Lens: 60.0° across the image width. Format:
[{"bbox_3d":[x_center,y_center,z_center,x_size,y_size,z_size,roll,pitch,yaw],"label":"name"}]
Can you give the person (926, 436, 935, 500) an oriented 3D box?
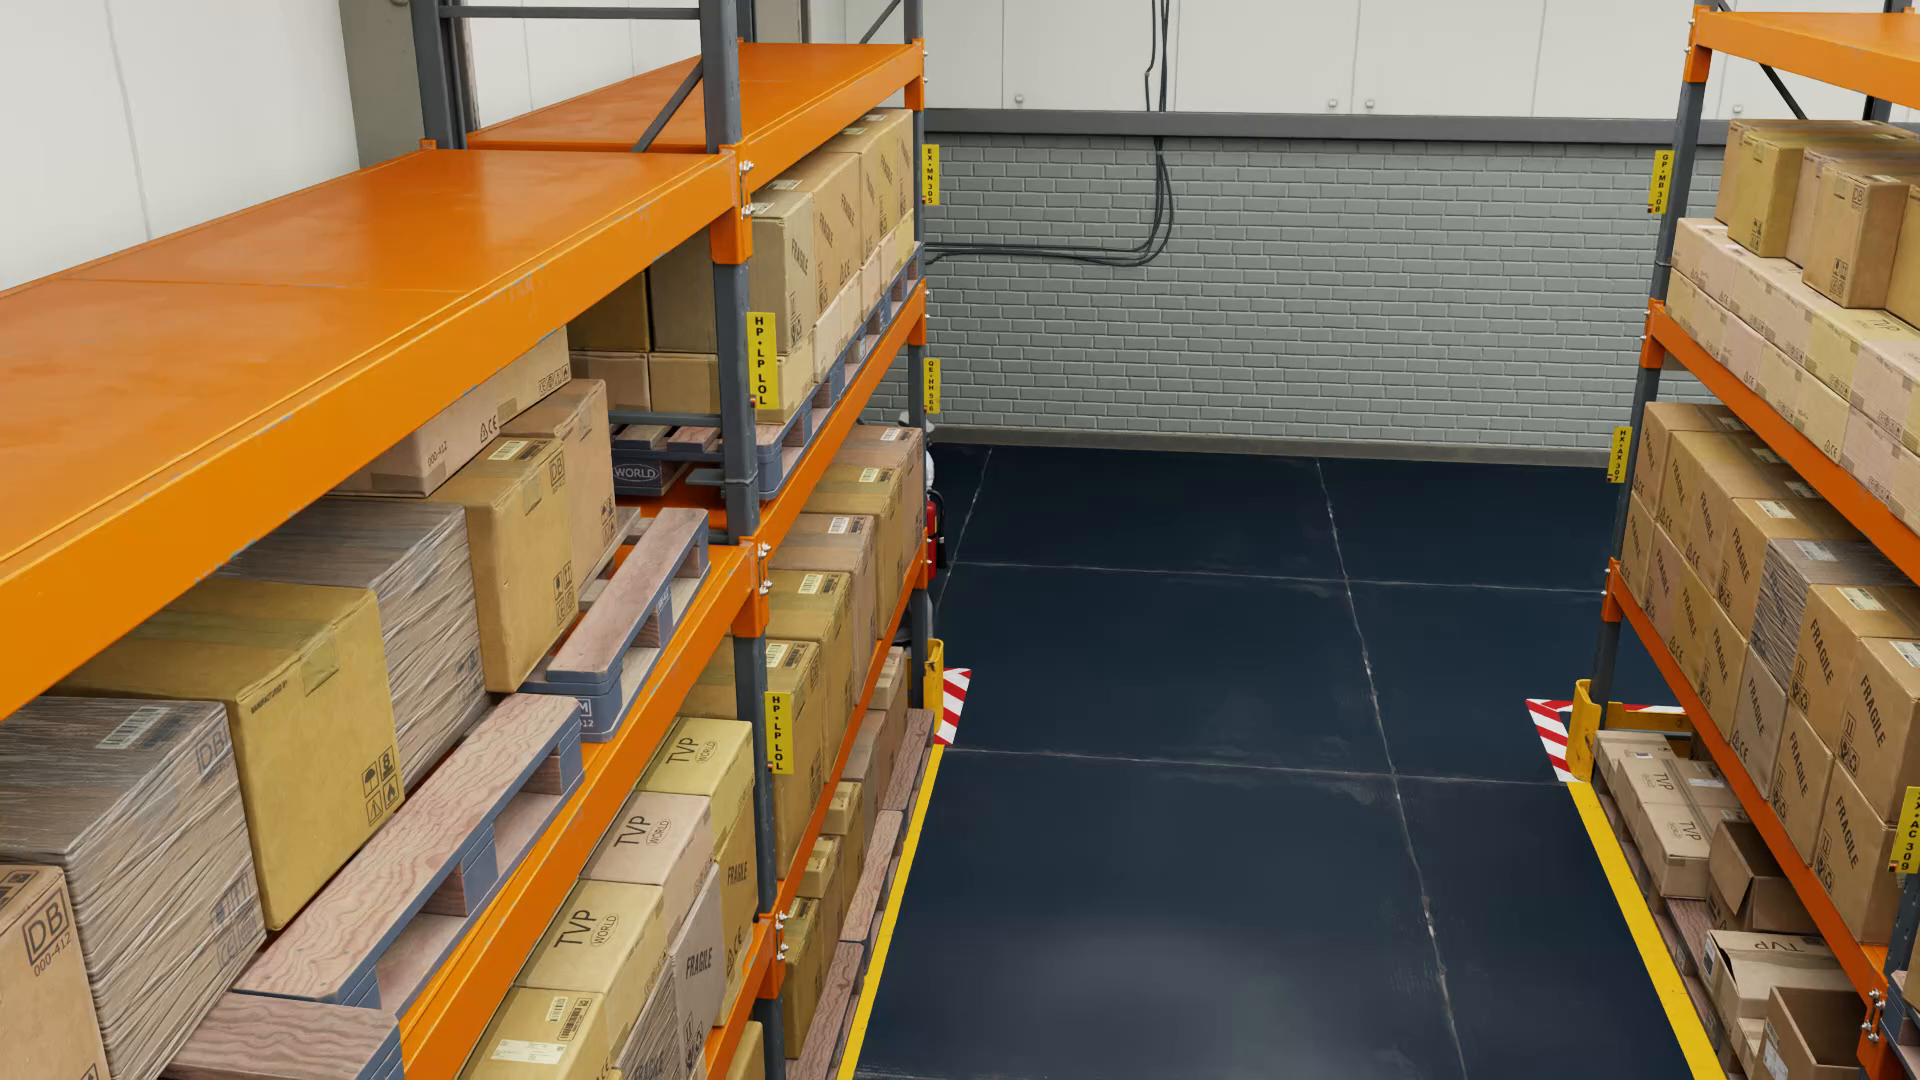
[{"bbox_3d":[-0.333,-0.335,10.991,0.333,0.991,0.447,0,21,1],"label":"person"}]
